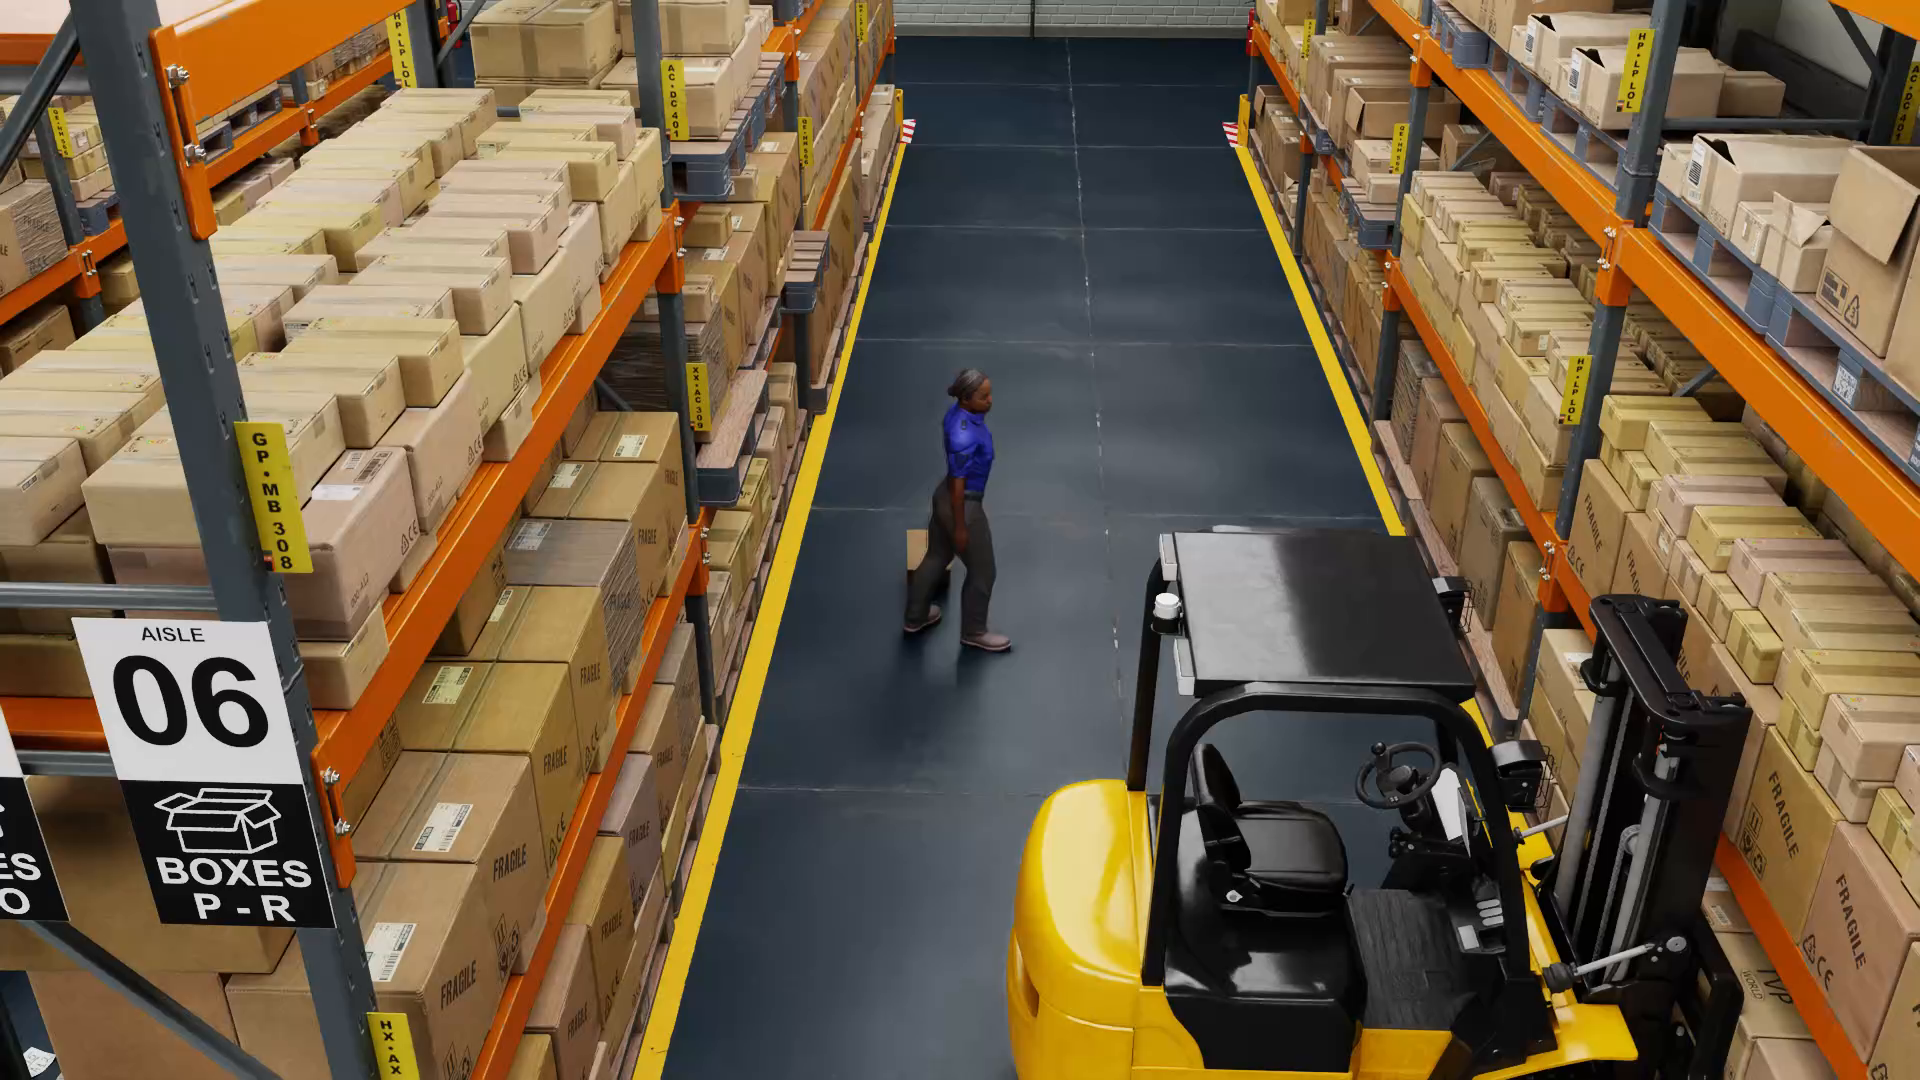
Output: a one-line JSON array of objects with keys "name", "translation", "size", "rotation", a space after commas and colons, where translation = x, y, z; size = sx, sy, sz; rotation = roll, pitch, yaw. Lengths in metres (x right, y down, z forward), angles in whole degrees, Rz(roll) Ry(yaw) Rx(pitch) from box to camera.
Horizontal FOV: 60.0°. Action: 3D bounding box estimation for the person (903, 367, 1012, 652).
[{"name": "person", "translation": [-0.020, -0.176, 8.959], "size": [0.588, 1.641, 0.510], "rotation": [-3, 28, -5]}]
